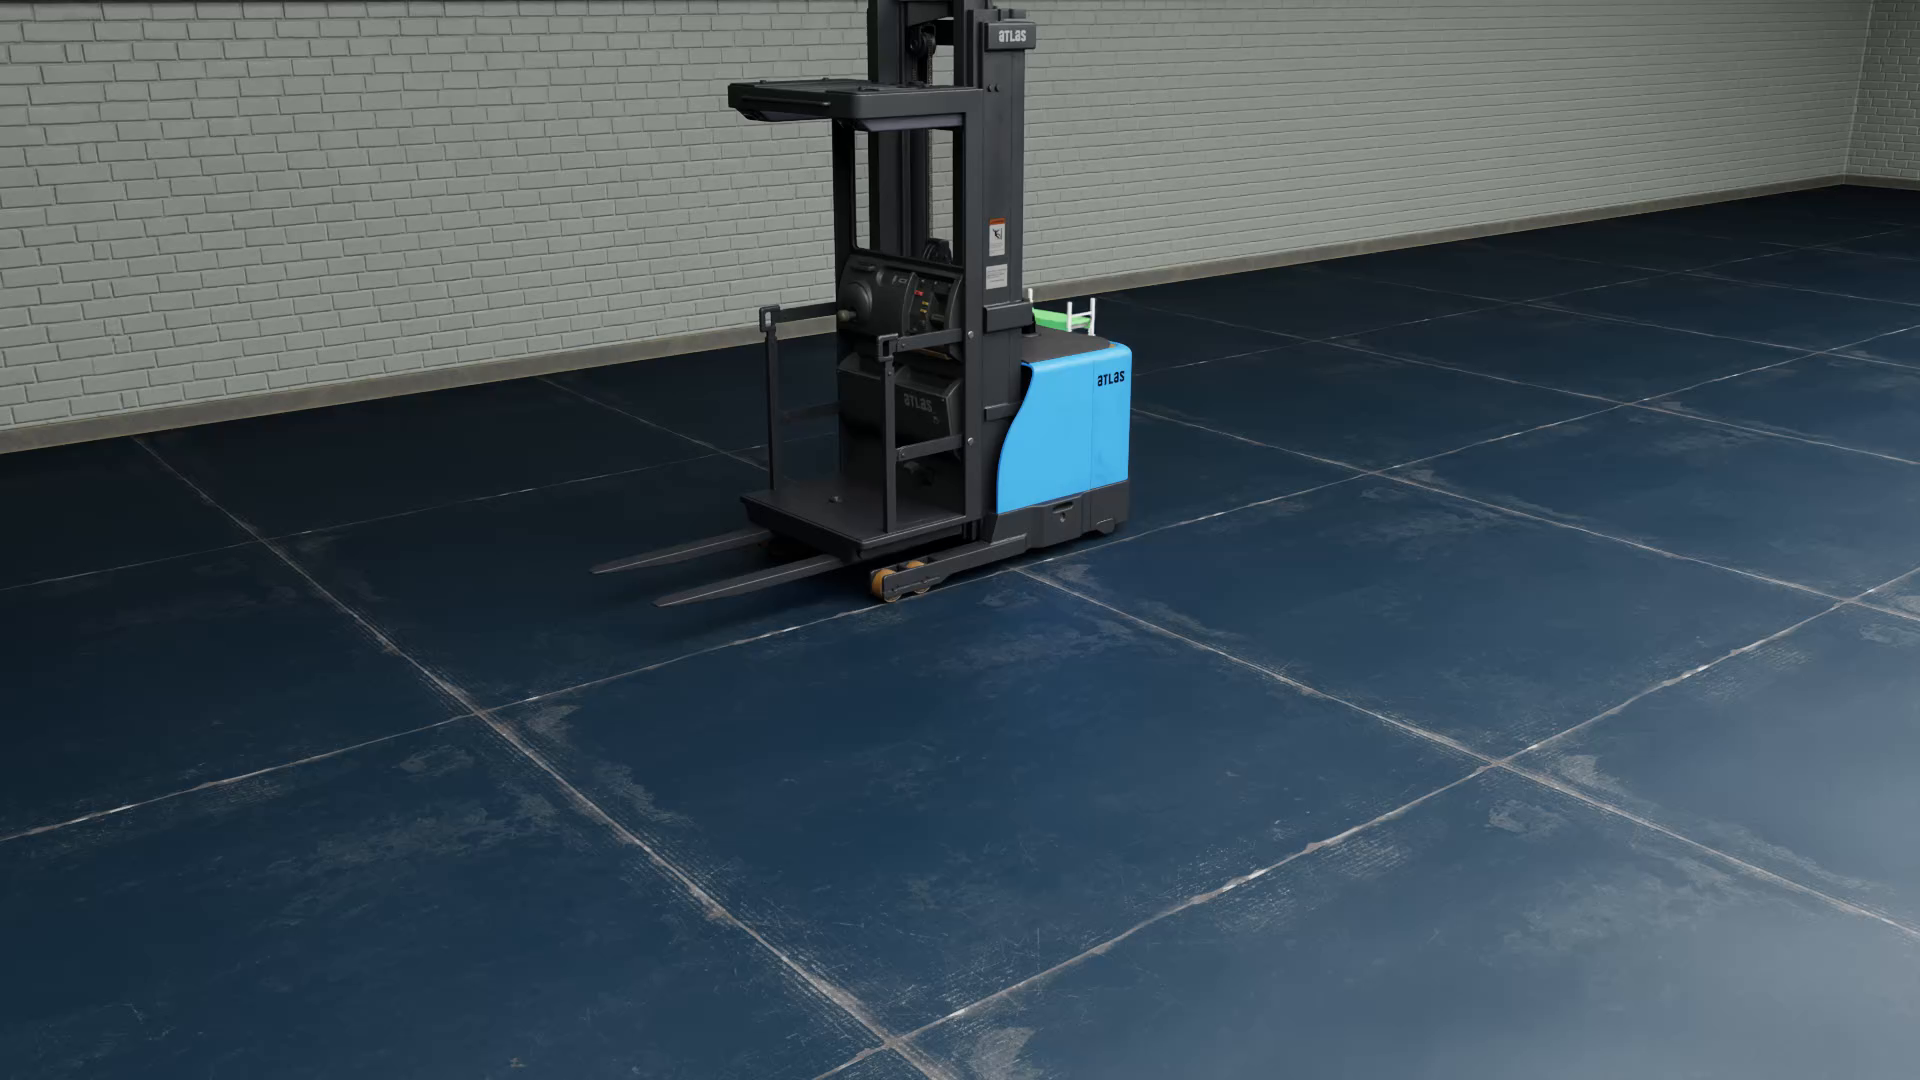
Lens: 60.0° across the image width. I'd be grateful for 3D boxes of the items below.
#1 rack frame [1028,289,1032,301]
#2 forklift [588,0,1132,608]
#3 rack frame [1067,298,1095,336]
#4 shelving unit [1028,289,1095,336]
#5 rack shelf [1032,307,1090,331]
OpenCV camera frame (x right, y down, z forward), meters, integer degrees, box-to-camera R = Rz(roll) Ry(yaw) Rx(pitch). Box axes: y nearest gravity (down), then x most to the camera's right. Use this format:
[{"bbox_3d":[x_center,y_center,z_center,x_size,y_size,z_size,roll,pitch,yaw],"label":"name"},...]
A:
[{"bbox_3d":[0.346,-0.942,10.288,0.015,1.200,0.240,16,23,40],"label":"rack frame"},{"bbox_3d":[-0.476,-1.262,8.510,3.031,2.935,1.130,-15,24,-38],"label":"forklift"},{"bbox_3d":[0.705,-0.838,9.975,0.015,1.200,0.240,16,23,40],"label":"rack frame"},{"bbox_3d":[0.525,-0.890,10.131,0.503,1.200,0.258,16,23,40],"label":"shelving unit"},{"bbox_3d":[0.532,-1.287,10.008,0.480,0.148,0.258,16,23,40],"label":"rack shelf"}]
